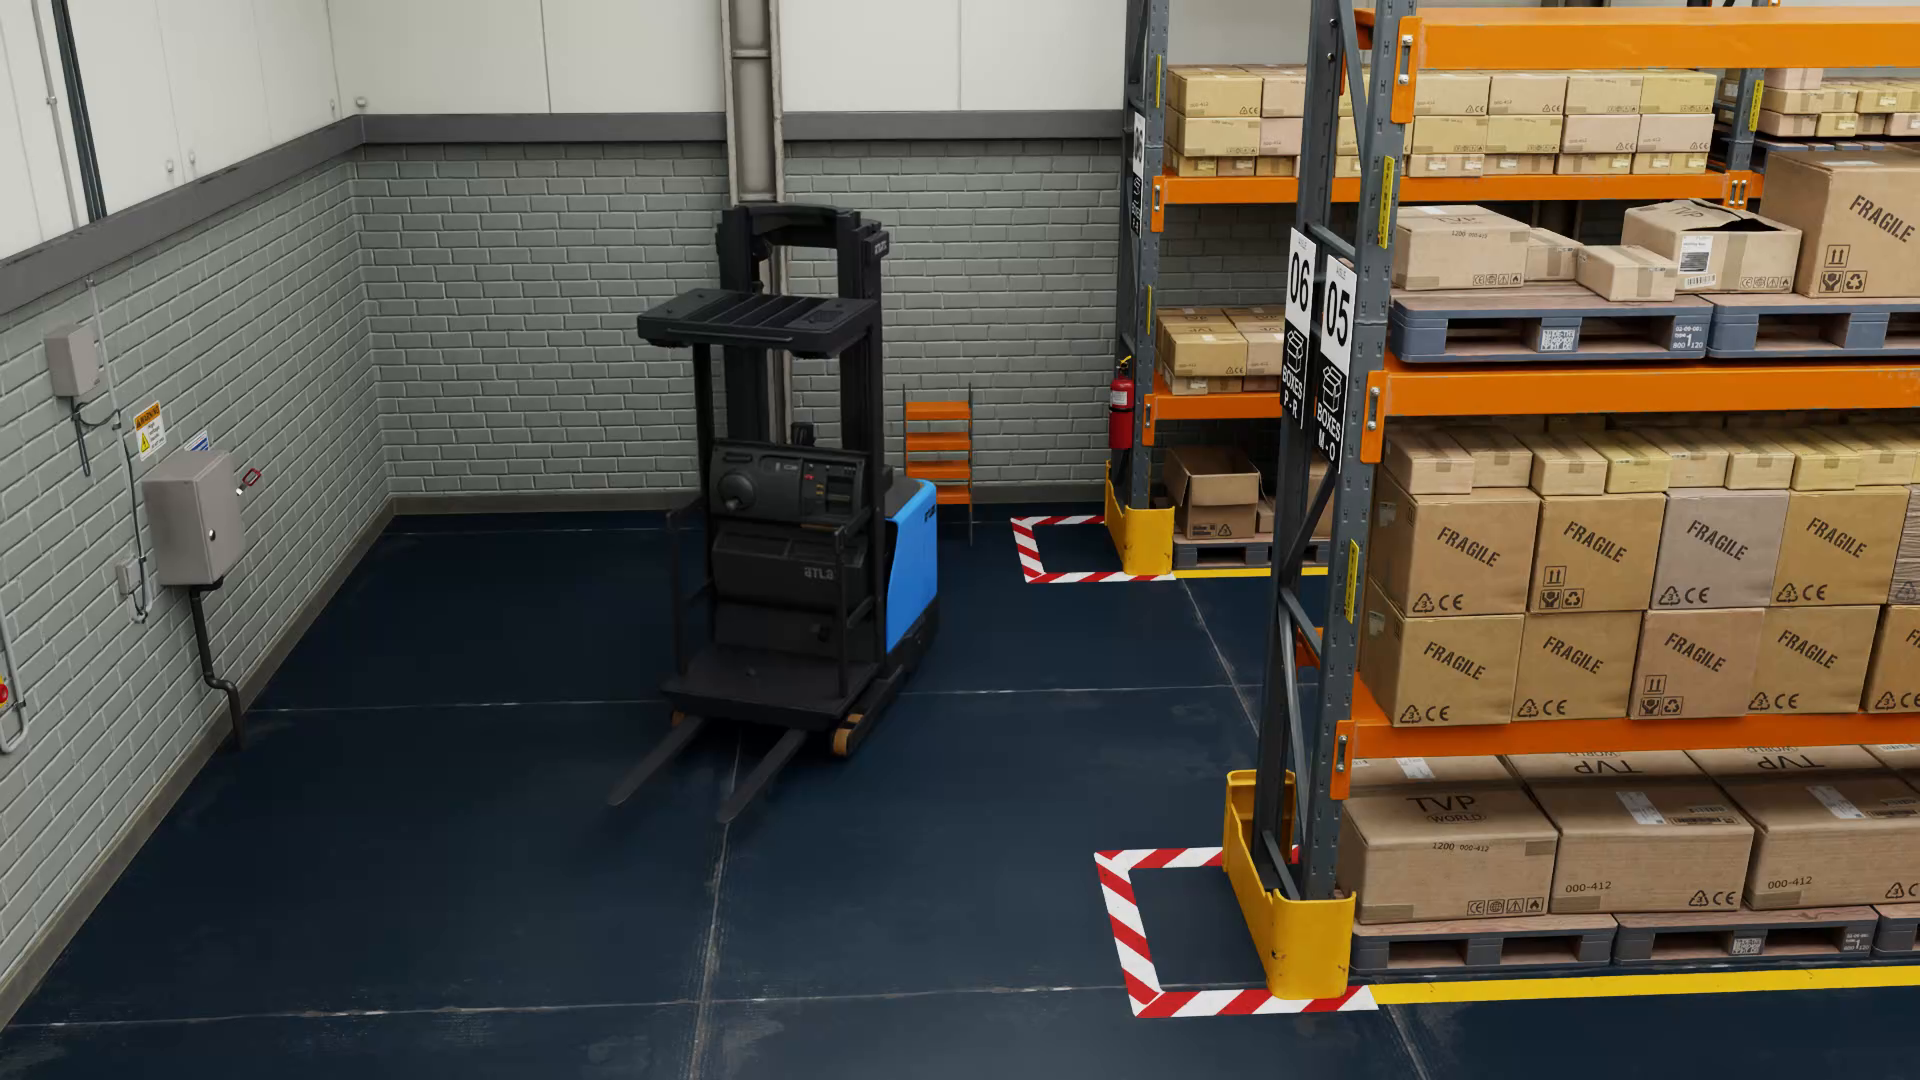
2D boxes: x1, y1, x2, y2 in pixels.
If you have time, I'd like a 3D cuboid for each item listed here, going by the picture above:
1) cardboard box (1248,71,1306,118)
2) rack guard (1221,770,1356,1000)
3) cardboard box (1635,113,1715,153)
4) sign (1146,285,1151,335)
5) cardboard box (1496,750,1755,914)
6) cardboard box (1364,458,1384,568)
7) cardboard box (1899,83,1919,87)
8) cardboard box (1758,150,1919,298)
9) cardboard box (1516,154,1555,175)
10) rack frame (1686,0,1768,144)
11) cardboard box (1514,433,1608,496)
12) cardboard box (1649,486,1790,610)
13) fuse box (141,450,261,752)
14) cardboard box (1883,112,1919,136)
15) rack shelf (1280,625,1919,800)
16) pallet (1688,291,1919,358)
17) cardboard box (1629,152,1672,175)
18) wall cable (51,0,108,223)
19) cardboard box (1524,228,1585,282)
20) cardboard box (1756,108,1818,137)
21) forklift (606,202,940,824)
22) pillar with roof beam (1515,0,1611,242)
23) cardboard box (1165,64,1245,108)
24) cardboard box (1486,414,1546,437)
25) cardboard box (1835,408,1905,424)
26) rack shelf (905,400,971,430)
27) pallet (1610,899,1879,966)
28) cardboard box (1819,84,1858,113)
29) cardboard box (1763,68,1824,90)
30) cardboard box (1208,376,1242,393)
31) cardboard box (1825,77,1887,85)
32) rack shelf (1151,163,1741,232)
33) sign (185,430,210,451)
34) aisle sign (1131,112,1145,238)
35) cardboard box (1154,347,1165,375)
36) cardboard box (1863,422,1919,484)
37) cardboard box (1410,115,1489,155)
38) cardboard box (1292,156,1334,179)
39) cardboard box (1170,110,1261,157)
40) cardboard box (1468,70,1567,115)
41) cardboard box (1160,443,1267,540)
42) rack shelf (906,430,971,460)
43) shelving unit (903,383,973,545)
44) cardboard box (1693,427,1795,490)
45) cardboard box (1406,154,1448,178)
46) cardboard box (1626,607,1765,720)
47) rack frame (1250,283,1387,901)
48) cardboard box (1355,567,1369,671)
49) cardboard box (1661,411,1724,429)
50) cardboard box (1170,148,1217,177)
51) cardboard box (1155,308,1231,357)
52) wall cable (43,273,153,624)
[{"bbox_3d":[2.217,-2.981,11.109,0.500,0.250,0.500,-1,21,-3],"label":"cardboard box"},{"bbox_3d":[1.514,1.579,7.772,0.348,0.500,1.175,-1,21,-3],"label":"rack guard"},{"bbox_3d":[4.777,-2.806,11.353,0.500,0.250,0.500,-1,21,-3],"label":"cardboard box"},{"bbox_3d":[1.282,-1.565,11.299,0.005,0.325,0.100,-1,21,-3],"label":"sign"},{"bbox_3d":[3.104,1.341,7.895,0.875,0.438,0.875,-1,21,-2],"label":"cardboard box"},{"bbox_3d":[2.005,-0.198,7.380,0.500,0.500,0.500,0,21,-1],"label":"cardboard box"},{"bbox_3d":[6.592,-3.013,11.306,0.250,0.149,0.380,-1,21,-2],"label":"cardboard box"},{"bbox_3d":[3.559,-1.269,6.652,0.500,0.500,0.500,-1,21,-2],"label":"cardboard box"},{"bbox_3d":[3.875,-2.602,11.377,0.250,0.149,0.380,0,21,-1],"label":"cardboard box"},{"bbox_3d":[5.244,-4.238,11.105,0.127,3.000,1.000,-1,21,-3],"label":"rack frame"},{"bbox_3d":[2.431,-0.311,6.765,0.250,0.149,0.380,-1,21,-1],"label":"cardboard box"},{"bbox_3d":[3.062,-0.039,6.961,0.500,0.500,0.500,-1,21,-3],"label":"cardboard box"},{"bbox_3d":[-4.065,0.386,9.203,0.414,1.711,0.539,-1,21,-3],"label":"fuse box"},{"bbox_3d":[6.330,-2.834,11.256,0.250,0.149,0.380,-1,21,-2],"label":"cardboard box"},{"bbox_3d":[3.534,0.706,7.563,4.000,0.370,1.077,-1,21,-3],"label":"rack shelf"},{"bbox_3d":[3.499,-0.995,6.928,1.213,0.211,1.003,-1,21,-3],"label":"pallet"},{"bbox_3d":[4.657,-2.603,11.379,0.250,0.149,0.380,-1,21,-3],"label":"cardboard box"},{"bbox_3d":[-4.287,-3.453,8.991,0.133,3.039,2.988,-1,21,-3],"label":"wall cable"},{"bbox_3d":[2.396,-1.195,6.952,0.250,0.149,0.380,-3,21,-7],"label":"cardboard box"},{"bbox_3d":[5.565,-2.827,11.236,0.250,0.149,0.380,-1,21,-2],"label":"cardboard box"},{"bbox_3d":[-1.048,-0.298,9.285,1.130,2.935,3.031,6,22,16],"label":"forklift"},{"bbox_3d":[4.743,-3.015,7.892,0.400,9.000,9.100,-1,21,-3],"label":"pillar with roof beam"},{"bbox_3d":[1.678,-3.166,11.595,0.500,0.250,0.500,-2,21,-5],"label":"cardboard box"},{"bbox_3d":[2.389,-0.534,7.351,0.250,0.149,0.380,-1,21,-4],"label":"cardboard box"},{"bbox_3d":[3.929,-0.530,7.341,0.250,0.149,0.380,-1,21,-3],"label":"cardboard box"},{"bbox_3d":[-0.165,-0.925,12.259,0.480,0.148,0.258,-1,21,-3],"label":"rack shelf"},{"bbox_3d":[3.546,1.646,8.002,1.213,0.211,1.003,-1,21,-3],"label":"pallet"},{"bbox_3d":[5.829,-2.982,11.226,0.250,0.149,0.380,-1,21,-2],"label":"cardboard box"},{"bbox_3d":[5.565,-3.177,11.155,0.258,0.266,0.396,-1,21,-4],"label":"cardboard box"},{"bbox_3d":[1.846,-1.167,11.822,0.250,0.149,0.380,-1,21,-2],"label":"cardboard box"},{"bbox_3d":[6.302,-3.172,11.725,0.250,0.149,0.380,-1,21,-2],"label":"cardboard box"},{"bbox_3d":[3.247,-2.459,11.660,4.000,0.370,1.077,-1,21,-3],"label":"rack shelf"},{"bbox_3d":[-4.300,-0.343,9.440,0.001,0.494,0.329,-1,21,-3],"label":"sign"},{"bbox_3d":[1.199,-2.462,11.219,0.004,0.787,0.394,-1,21,-3],"label":"aisle sign"},{"bbox_3d":[1.566,-1.338,12.272,0.250,0.149,0.380,-1,21,-4],"label":"cardboard box"},{"bbox_3d":[3.962,-0.366,6.908,0.250,0.149,0.380,-2,21,-4],"label":"cardboard box"},{"bbox_3d":[3.242,-2.778,11.279,0.500,0.250,0.500,-1,21,-4],"label":"cardboard box"},{"bbox_3d":[2.354,-2.544,11.224,0.250,0.149,0.380,-1,21,-2],"label":"cardboard box"},{"bbox_3d":[1.709,-2.736,11.168,0.500,0.250,0.500,-1,21,-4],"label":"cardboard box"},{"bbox_3d":[3.741,-3.022,11.218,0.500,0.250,0.500,-1,21,-2],"label":"cardboard box"},{"bbox_3d":[1.867,-0.361,12.273,0.637,0.503,0.797,-2,21,-5],"label":"cardboard box"},{"bbox_3d":[-0.165,-0.704,12.343,0.480,0.148,0.258,-1,21,-3],"label":"rack shelf"},{"bbox_3d":[-0.165,-0.557,12.399,0.503,1.200,0.258,-1,21,-3],"label":"shelving unit"},{"bbox_3d":[3.204,-0.337,6.833,0.250,0.149,0.380,-1,21,-3],"label":"cardboard box"},{"bbox_3d":[3.118,-2.558,11.262,0.250,0.149,0.380,-1,21,-3],"label":"cardboard box"},{"bbox_3d":[3.045,0.431,7.131,0.500,0.500,0.500,-1,21,-3],"label":"cardboard box"},{"bbox_3d":[1.538,0.410,7.328,0.127,3.000,1.000,-1,21,-3],"label":"rack frame"},{"bbox_3d":[2.004,0.260,7.583,0.500,0.500,0.500,-1,21,-3],"label":"cardboard box"},{"bbox_3d":[3.155,-0.531,7.342,0.250,0.149,0.380,-1,21,-2],"label":"cardboard box"},{"bbox_3d":[1.582,-2.561,11.270,0.250,0.149,0.380,-1,21,-2],"label":"cardboard box"},{"bbox_3d":[1.695,-1.526,12.205,0.500,0.250,0.500,-1,21,-1],"label":"cardboard box"},{"bbox_3d":[-4.183,-0.445,8.148,0.122,1.984,0.588,-1,21,-3],"label":"wall cable"}]
